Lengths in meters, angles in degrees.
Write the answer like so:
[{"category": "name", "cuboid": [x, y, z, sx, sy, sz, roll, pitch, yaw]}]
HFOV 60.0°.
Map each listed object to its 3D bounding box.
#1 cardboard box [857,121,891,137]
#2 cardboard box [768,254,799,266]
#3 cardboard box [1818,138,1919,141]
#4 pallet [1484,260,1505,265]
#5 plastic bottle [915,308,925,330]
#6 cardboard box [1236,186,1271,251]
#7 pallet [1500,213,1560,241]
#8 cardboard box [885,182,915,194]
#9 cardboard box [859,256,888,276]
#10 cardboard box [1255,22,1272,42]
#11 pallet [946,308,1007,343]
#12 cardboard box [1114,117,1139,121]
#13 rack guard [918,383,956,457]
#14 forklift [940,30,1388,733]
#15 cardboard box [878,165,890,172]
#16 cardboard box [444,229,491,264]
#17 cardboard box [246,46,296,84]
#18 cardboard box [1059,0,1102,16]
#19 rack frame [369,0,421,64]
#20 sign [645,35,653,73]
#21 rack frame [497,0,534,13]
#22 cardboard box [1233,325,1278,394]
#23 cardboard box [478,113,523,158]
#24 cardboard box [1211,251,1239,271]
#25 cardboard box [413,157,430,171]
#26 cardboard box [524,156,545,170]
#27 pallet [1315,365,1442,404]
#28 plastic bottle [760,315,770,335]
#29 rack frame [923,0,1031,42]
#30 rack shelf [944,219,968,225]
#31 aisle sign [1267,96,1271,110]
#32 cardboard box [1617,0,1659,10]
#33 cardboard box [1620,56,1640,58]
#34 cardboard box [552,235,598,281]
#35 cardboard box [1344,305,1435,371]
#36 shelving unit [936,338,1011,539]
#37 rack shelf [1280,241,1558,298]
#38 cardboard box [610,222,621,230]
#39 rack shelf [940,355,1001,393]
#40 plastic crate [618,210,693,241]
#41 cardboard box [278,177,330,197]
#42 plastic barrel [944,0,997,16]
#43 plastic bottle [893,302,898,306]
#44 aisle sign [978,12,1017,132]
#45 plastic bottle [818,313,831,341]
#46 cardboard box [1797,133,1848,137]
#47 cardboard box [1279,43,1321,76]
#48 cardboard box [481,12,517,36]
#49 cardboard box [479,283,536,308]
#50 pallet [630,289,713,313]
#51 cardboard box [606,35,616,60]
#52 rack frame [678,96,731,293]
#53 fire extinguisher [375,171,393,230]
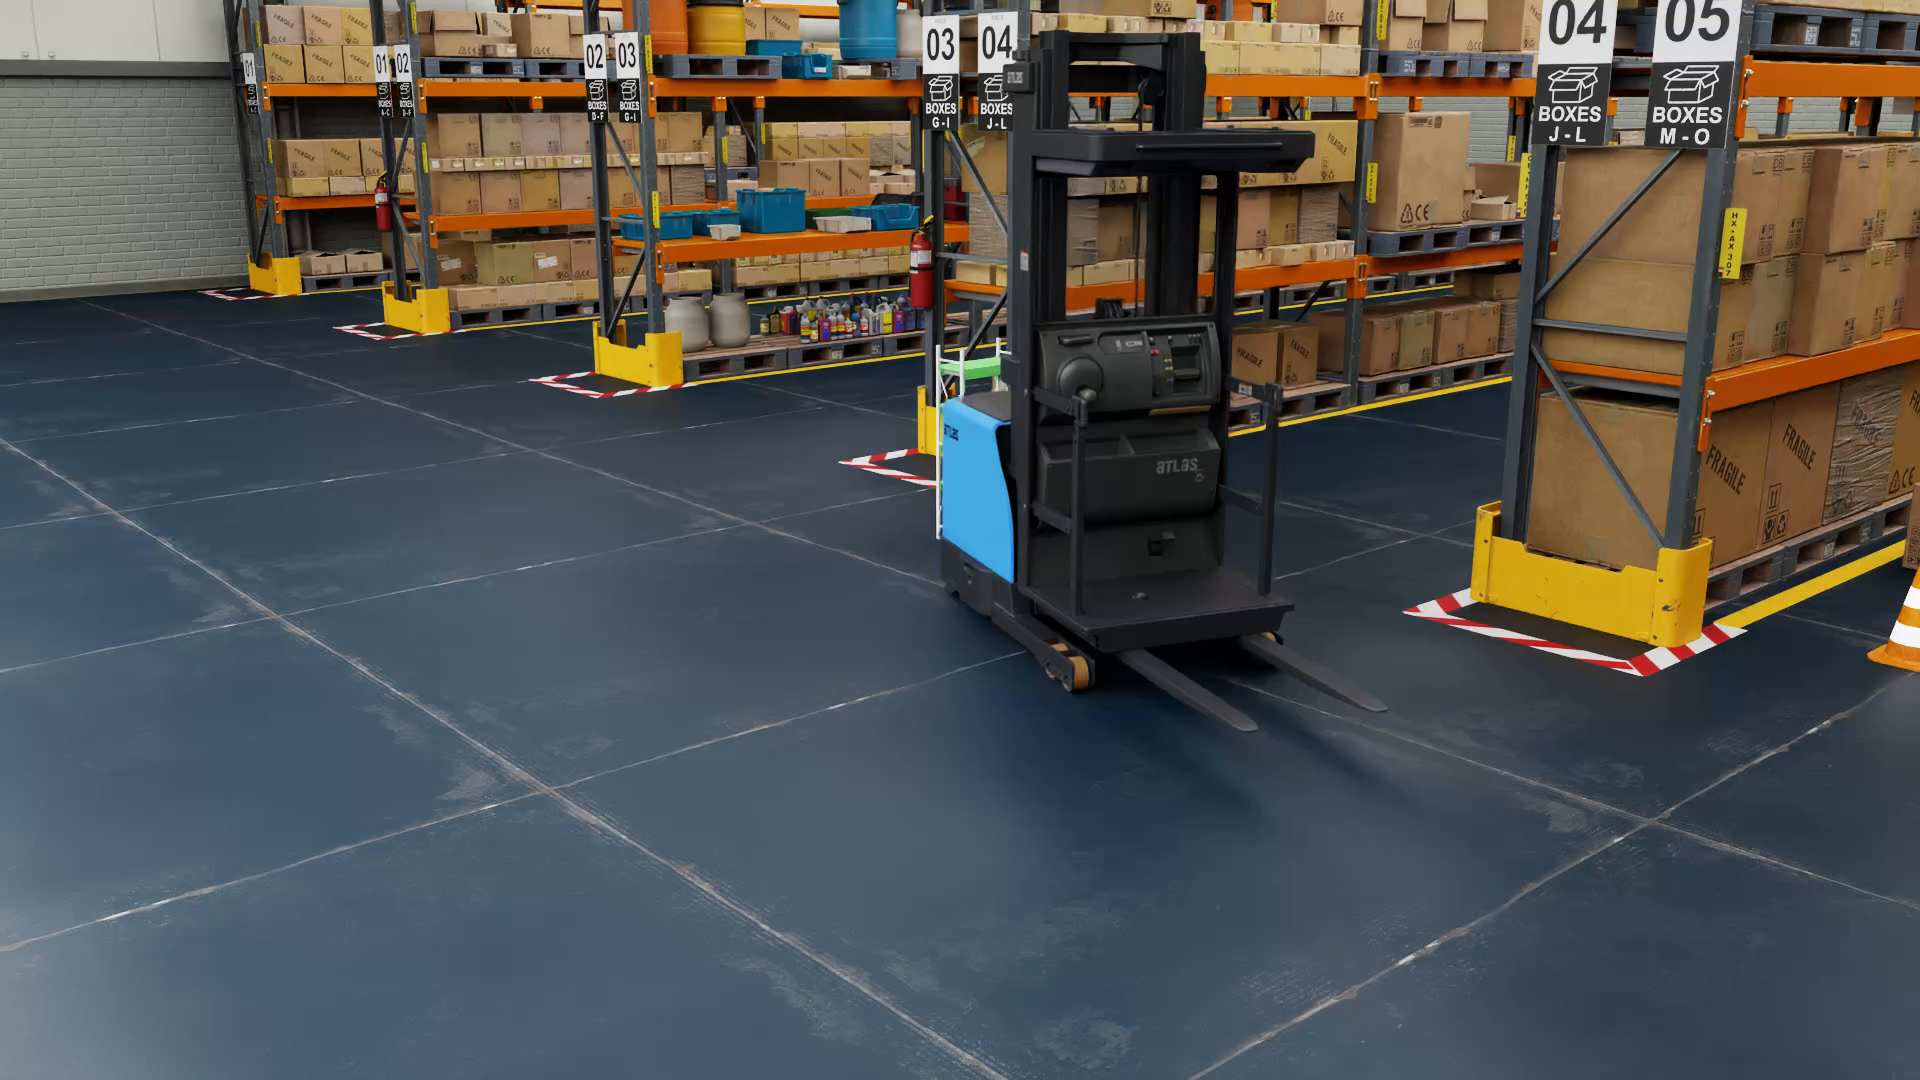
[{"category": "cardboard box", "cuboid": [-1.557, -7.226, 29.226, 0.500, 0.250, 0.500, -12, 19, -38]}, {"category": "cardboard box", "cuboid": [-2.519, -3.893, 22.441, 0.500, 0.311, 0.500, -13, 20, -40]}, {"category": "cardboard box", "cuboid": [5.664, -2.153, 10.116, 0.550, 0.550, 0.875, -13, 19, -39]}, {"category": "pallet", "cuboid": [8.278, -4.231, 25.682, 1.213, 0.211, 1.003, -13, 19, -39]}, {"category": "plastic bottle", "cuboid": [-0.424, -2.445, 17.873, 0.185, 0.351, 0.144, -13, 20, -41]}, {"category": "cardboard box", "cuboid": [2.033, -2.659, 13.623, 0.500, 0.500, 0.875, -13, 19, -39]}, {"category": "pallet", "cuboid": [5.674, -3.157, 16.628, 1.003, 0.211, 1.213, -13, 19, -39]}, {"category": "cardboard box", "cuboid": [-0.855, -4.993, 23.616, 0.250, 0.149, 0.380, -13, 19, -39]}, {"category": "cardboard box", "cuboid": [-1.363, -3.886, 23.499, 0.500, 0.250, 0.500, -12, 19, -38]}, {"category": "cardboard box", "cuboid": [2.240, -4.004, 13.132, 0.250, 0.149, 0.380, -12, 19, -37]}, {"category": "pallet", "cuboid": [0.440, -2.471, 19.093, 1.213, 0.211, 1.003, -13, 19, -39]}, {"category": "cardboard box", "cuboid": [2.871, -6.665, 27.260, 0.500, 0.500, 0.500, -13, 19, -39]}, {"category": "rack guard", "cuboid": [0.164, -0.841, 12.430, 0.348, 0.500, 1.175, -13, 19, -39]}, {"category": "forklift", "cuboid": [0.893, -0.840, 7.714, 1.130, 2.935, 3.031, -6, 16, -20]}, {"category": "cardboard box", "cuboid": [-1.453, -6.571, 29.484, 0.250, 0.149, 0.380, -13, 19, -39]}, {"category": "cardboard box", "cuboid": [-7.387, -4.428, 25.005, 0.500, 0.500, 0.500, 14, 21, 43]}, {"category": "cardboard box", "cuboid": [-9.499, -6.556, 22.937, 0.500, 0.500, 0.500, -11, 18, -35]}, {"category": "cardboard box", "cuboid": [1.110, -4.231, 12.724, 0.500, 0.500, 0.500, -13, 19, -39]}, {"category": "rack frame", "cuboid": [-6.393, -6.864, 18.508, 0.127, 3.000, 1.000, -13, 19, -39]}, {"category": "sign", "cuboid": [-2.787, -4.346, 14.878, 0.005, 0.325, 0.100, -13, 19, -39]}, {"category": "rack frame", "cuboid": [-6.630, -8.505, 24.653, 0.127, 3.000, 1.000, -13, 19, -39]}, {"category": "cardboard box", "cuboid": [2.369, -1.550, 14.272, 0.500, 0.500, 0.500, -6, 16, -22]}, {"category": "cardboard box", "cuboid": [-5.600, -4.816, 19.760, 0.500, 0.500, 0.700, -13, 20, -41]}, {"category": "cardboard box", "cuboid": [2.014, -2.247, 13.338, 0.250, 0.149, 0.380, -13, 19, -39]}, {"category": "cardboard box", "cuboid": [-6.230, -4.429, 19.567, 0.250, 0.149, 0.380, -13, 20, -40]}, {"category": "cardboard box", "cuboid": [-5.178, -4.527, 19.933, 0.250, 0.149, 0.380, -14, 20, -41]}, {"category": "pallet", "cuboid": [3.711, -1.499, 15.451, 1.213, 0.211, 1.003, -13, 19, -39]}, {"category": "plastic bottle", "cuboid": [-2.047, -2.257, 17.458, 0.097, 0.201, 0.097, 0, 15, 0]}, {"category": "rack frame", "cuboid": [0.107, -4.934, 11.285, 0.127, 3.000, 1.000, -13, 19, -39]}, {"category": "rack shelf", "cuboid": [1.382, -3.669, 19.568, 4.000, 0.370, 1.077, -13, 19, -39]}, {"category": "aisle sign", "cuboid": [5.536, -8.000, 29.351, 0.004, 0.787, 0.394, -13, 19, -39]}, {"category": "cardboard box", "cuboid": [3.315, -2.755, 8.417, 0.250, 0.149, 0.380, -13, 20, -39]}, {"category": "cardboard box", "cuboid": [6.555, -5.211, 17.118, 0.637, 0.503, 0.797, -11, 19, -36]}, {"category": "cardboard box", "cuboid": [-4.709, -3.503, 20.613, 0.500, 0.500, 0.500, -13, 19, -39]}, {"category": "cardboard box", "cuboid": [3.974, -1.895, 15.525, 0.500, 0.500, 0.700, -13, 20, -40]}, {"category": "shelving unit", "cuboid": [0.125, -0.608, 10.200, 0.503, 1.200, 0.258, -13, 19, -39]}, {"category": "rack shelf", "cuboid": [4.633, -2.705, 15.958, 4.000, 0.370, 1.077, -13, 19, -39]}, {"category": "cardboard box", "cuboid": [-5.729, -4.837, 26.536, 0.500, 0.500, 0.700, -13, 20, -40]}, {"category": "rack shelf", "cuboid": [0.125, -1.010, 10.093, 0.480, 0.148, 0.258, -13, 19, -39]}, {"category": "plastic crate", "cuboid": [-2.963, -3.071, 16.224, 0.616, 0.251, 0.499, -13, 19, -39]}, {"category": "cardboard box", "cuboid": [-9.071, -4.887, 22.985, 0.500, 0.250, 0.500, -13, 20, -41]}, {"category": "plastic barrel", "cuboid": [0.114, -5.498, 18.235, 0.708, 0.901, 0.600, -13, 19, -39]}, {"category": "plastic bottle", "cuboid": [-0.732, -2.553, 18.564, 0.097, 0.201, 0.097, 0, 15, 0]}, {"category": "aisle sign", "cuboid": [0.257, -3.223, 11.466, 0.004, 0.787, 0.394, -13, 19, -39]}, {"category": "plastic bottle", "cuboid": [-1.389, -2.182, 17.016, 0.133, 0.283, 0.061, -12, 19, -38]}, {"category": "cardboard box", "cuboid": [10.455, -4.705, 20.312, 0.500, 0.500, 0.500, -13, 20, -41]}, {"category": "cardboard box", "cuboid": [2.551, -3.876, 13.426, 0.500, 0.250, 0.500, -12, 19, -38]}, {"category": "cardboard box", "cuboid": [-6.830, -7.459, 24.380, 0.500, 0.500, 0.500, 14, 20, 42]}, {"category": "cardboard box", "cuboid": [-5.468, -2.973, 20.080, 0.500, 0.250, 0.500, -13, 19, -39]}, {"category": "pallet", "cuboid": [-4.003, -3.169, 21.705, 1.213, 0.211, 1.003, -13, 19, -39]}, {"category": "cardboard box", "cuboid": [-4.336, -6.194, 20.901, 0.500, 0.311, 0.500, -14, 20, -42]}, {"category": "rack frame", "cuboid": [-3.376, -4.643, 21.819, 0.127, 3.000, 1.000, -13, 19, -39]}, {"category": "fire extinguisher", "cuboid": [-6.787, -3.998, 19.556, 0.183, 0.674, 0.296, -13, 19, -39]}]
